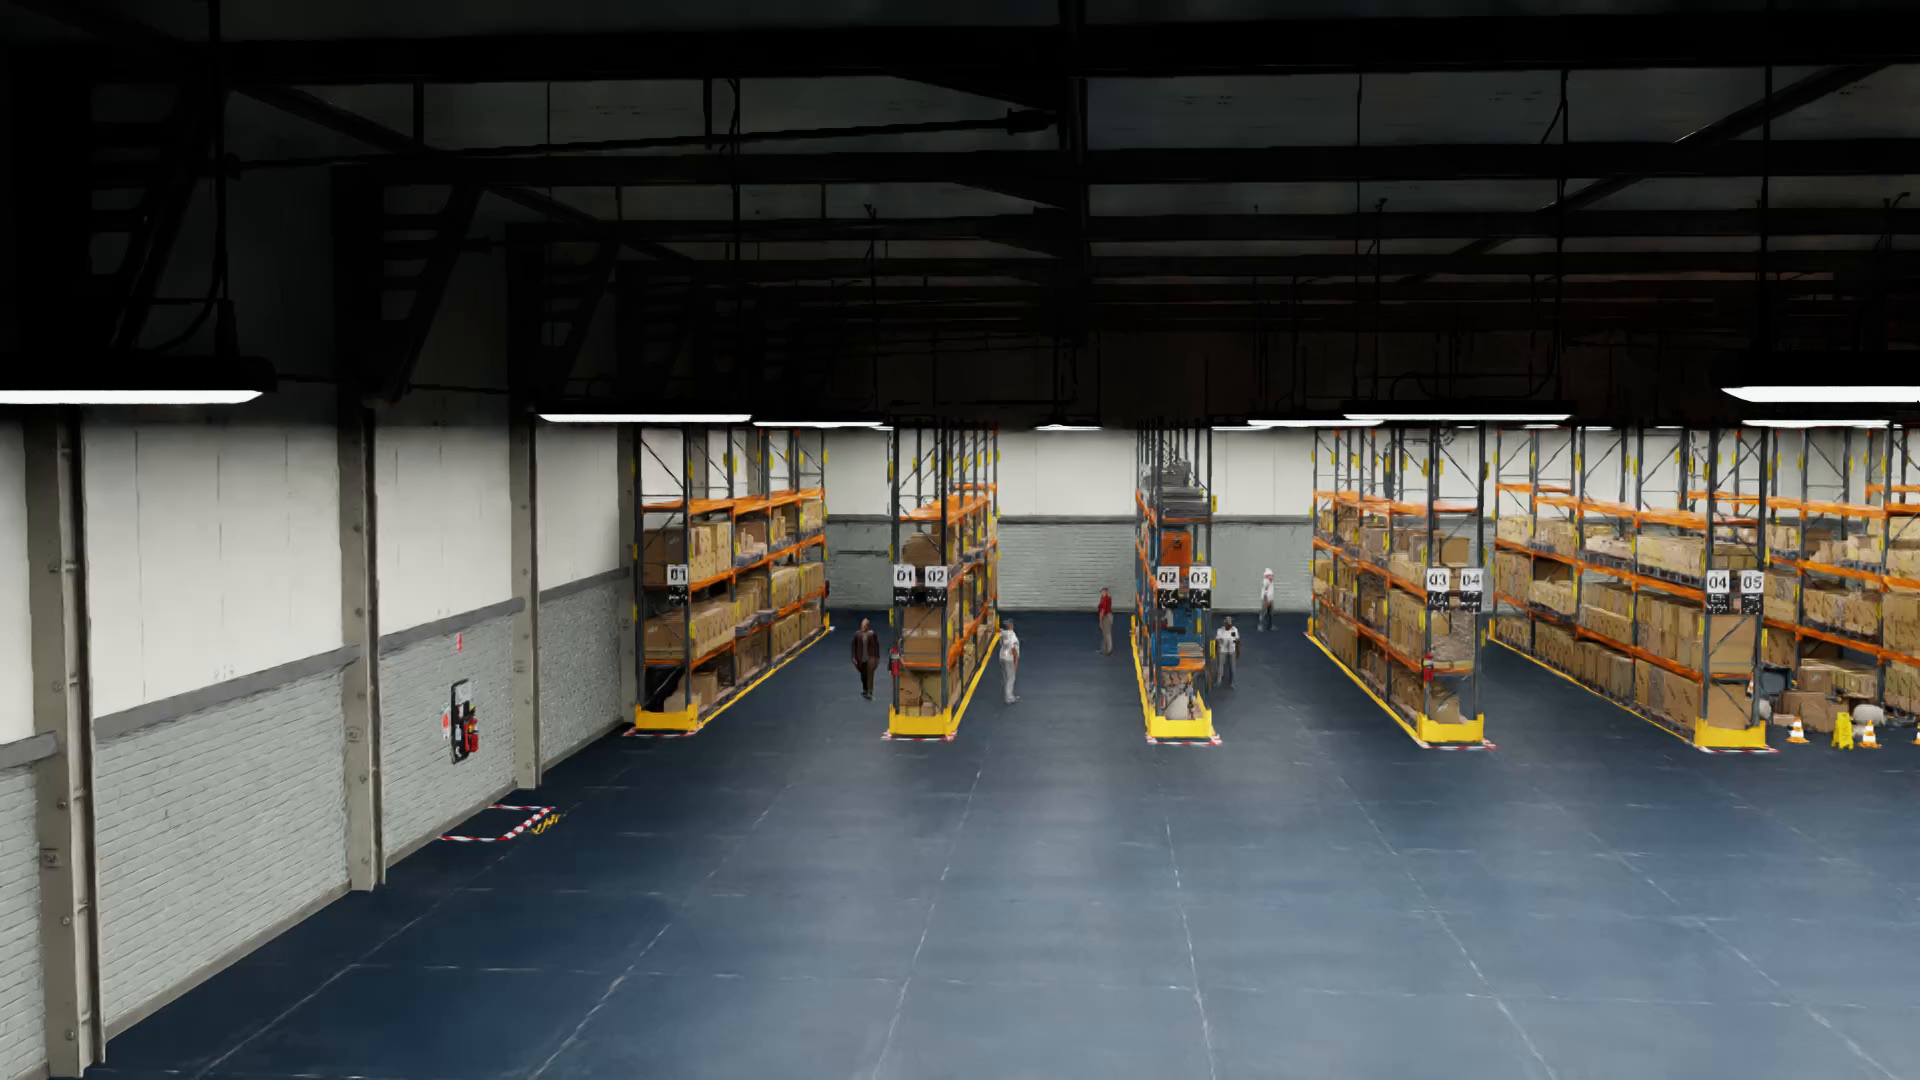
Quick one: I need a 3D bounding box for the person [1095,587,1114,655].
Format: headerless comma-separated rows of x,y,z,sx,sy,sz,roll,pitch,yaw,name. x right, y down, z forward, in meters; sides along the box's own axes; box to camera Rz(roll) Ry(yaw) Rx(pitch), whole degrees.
3.693,2.065,42.608,0.563,1.726,0.635,1,4,22,person

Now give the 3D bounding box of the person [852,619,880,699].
-2.035,2.526,35.677,0.591,1.698,1.193,0,4,7,person

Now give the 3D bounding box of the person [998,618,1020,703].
1.074,2.538,35.145,0.476,1.759,0.593,-2,4,-26,person

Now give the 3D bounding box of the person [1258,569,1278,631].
8.826,1.719,47.745,0.479,1.775,0.617,2,4,31,person

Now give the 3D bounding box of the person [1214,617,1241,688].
5.954,2.495,37.087,0.592,1.630,0.531,0,4,2,person
